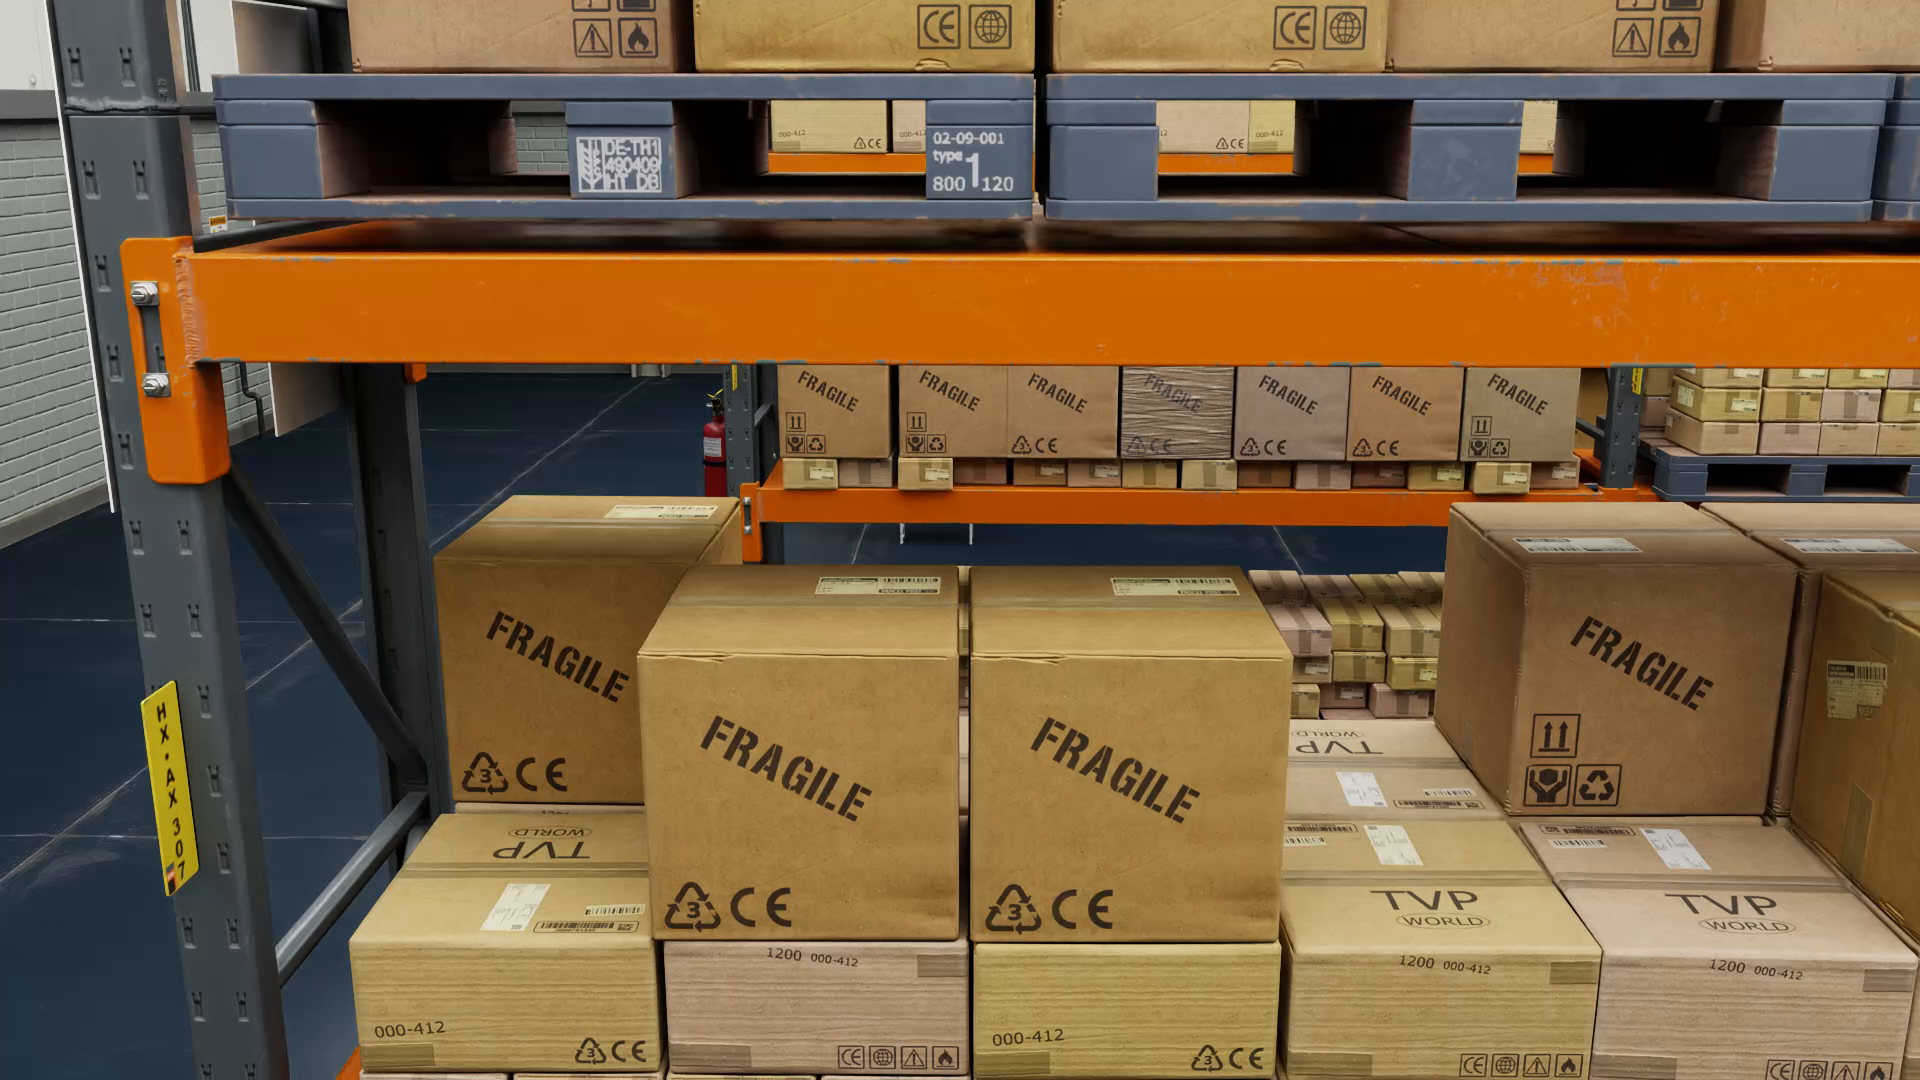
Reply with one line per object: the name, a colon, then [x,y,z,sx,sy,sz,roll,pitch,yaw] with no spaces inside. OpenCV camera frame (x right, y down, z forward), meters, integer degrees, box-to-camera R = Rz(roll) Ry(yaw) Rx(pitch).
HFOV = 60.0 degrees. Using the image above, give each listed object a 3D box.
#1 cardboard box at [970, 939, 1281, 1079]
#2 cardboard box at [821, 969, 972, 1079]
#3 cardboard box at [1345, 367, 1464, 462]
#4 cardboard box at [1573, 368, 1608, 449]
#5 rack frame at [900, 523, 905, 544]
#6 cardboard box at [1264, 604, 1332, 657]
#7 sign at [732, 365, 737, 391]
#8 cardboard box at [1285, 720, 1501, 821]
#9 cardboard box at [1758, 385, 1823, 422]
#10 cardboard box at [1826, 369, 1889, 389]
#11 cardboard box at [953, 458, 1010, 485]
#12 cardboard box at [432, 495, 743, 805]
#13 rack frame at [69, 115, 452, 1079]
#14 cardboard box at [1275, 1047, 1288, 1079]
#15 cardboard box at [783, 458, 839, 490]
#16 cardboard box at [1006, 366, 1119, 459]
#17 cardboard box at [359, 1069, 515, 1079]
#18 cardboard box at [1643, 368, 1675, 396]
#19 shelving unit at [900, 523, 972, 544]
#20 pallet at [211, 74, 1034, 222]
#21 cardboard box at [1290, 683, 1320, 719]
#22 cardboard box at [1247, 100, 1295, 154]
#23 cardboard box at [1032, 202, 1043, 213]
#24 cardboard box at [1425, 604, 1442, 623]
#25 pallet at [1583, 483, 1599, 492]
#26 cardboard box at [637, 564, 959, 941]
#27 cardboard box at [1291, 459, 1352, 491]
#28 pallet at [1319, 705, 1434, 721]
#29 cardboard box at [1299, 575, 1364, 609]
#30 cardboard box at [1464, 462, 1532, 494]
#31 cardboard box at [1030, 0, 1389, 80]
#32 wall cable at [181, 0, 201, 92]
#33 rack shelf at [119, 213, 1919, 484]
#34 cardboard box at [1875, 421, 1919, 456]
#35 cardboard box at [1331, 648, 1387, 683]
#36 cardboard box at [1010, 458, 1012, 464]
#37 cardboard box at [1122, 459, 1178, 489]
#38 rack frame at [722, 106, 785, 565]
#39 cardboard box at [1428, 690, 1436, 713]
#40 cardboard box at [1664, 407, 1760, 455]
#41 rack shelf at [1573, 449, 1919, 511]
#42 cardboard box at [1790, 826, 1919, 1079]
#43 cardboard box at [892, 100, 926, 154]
cardboard box: [0.270,0.714,2.965,0.500,0.250,0.500,0,15,0]
cardboard box: [-0.105,0.920,2.967,0.250,0.149,0.380,0,15,1]
cardboard box: [1.992,-0.658,7.674,0.500,0.500,0.500,0,15,0]
cardboard box: [4.552,-0.982,13.024,0.875,0.875,0.875,1,15,3]
rack frame: [-0.409,-0.583,11.697,0.015,1.200,0.240,0,15,1]
cardboard box: [1.604,0.430,7.930,0.250,0.149,0.380,0,15,-1]
sign: [-1.011,-0.837,7.436,0.005,0.325,0.100,0,15,1]
cardboard box: [0.803,0.581,3.470,0.500,0.250,0.500,0,15,2]
cardboard box: [3.643,-0.635,7.454,0.250,0.149,0.380,0,15,0]
cardboard box: [3.919,-0.778,7.410,0.250,0.149,0.380,1,15,2]
cardboard box: [0.104,-0.376,7.879,0.250,0.149,0.380,1,15,4]
cardboard box: [-0.731,0.210,3.406,0.500,0.500,0.500,1,15,2]
rack frame: [-1.225,0.707,3.279,0.127,3.000,1.000,0,15,1]
cardboard box: [0.660,0.925,2.946,0.250,0.149,0.380,0,15,0]
cardboard box: [-0.681,-0.350,7.778,0.250,0.149,0.380,0,15,1]
cardboard box: [0.470,-0.672,7.729,0.500,0.500,0.500,1,15,2]
cardboard box: [-0.878,0.915,2.983,0.250,0.149,0.380,1,15,2]
cardboard box: [3.405,-0.804,8.093,0.250,0.149,0.380,1,15,3]
shelving unit: [-0.165,-0.581,11.691,0.503,1.200,0.258,0,15,1]
pallet: [-0.483,-0.698,2.899,1.213,0.211,1.003,0,15,1]
cardboard box: [1.566,0.722,7.988,0.250,0.149,0.380,0,15,1]
cardboard box: [1.498,-1.852,7.395,0.500,0.250,0.500,0,15,1]
cardboard box: [0.533,-2.273,12.419,0.500,0.500,0.500,0,15,1]
cardboard box: [2.383,0.429,7.931,0.250,0.149,0.380,1,15,2]
pallet: [5.023,-0.452,13.141,1.213,0.211,1.003,0,15,1]
cardboard box: [-0.252,0.349,2.879,0.500,0.500,0.500,0,15,0]
cardboard box: [1.655,-0.344,7.758,0.250,0.149,0.380,0,15,-1]
pallet: [2.330,0.822,8.310,1.213,0.211,1.003,0,15,1]
cardboard box: [1.874,0.300,8.422,0.250,0.149,0.380,0,15,0]
cardboard box: [2.450,-0.325,7.686,0.250,0.149,0.380,0,15,0]
cardboard box: [0.374,-1.028,2.760,0.500,0.500,0.700,-1,15,-2]
wall cable: [-6.534,-5.606,15.375,0.133,3.039,2.988,0,15,1]
rack shelf: [0.775,-0.382,2.939,4.000,0.370,1.077,0,15,1]
cardboard box: [4.162,-0.488,7.478,0.250,0.149,0.380,1,15,2]
cardboard box: [1.892,0.557,8.030,0.250,0.149,0.380,1,15,2]
cardboard box: [0.353,-0.491,8.315,0.250,0.149,0.380,0,15,-1]
cardboard box: [0.879,-0.353,7.789,0.250,0.149,0.380,1,15,3]
rack frame: [-0.997,-0.557,8.071,0.127,3.000,1.000,0,15,1]
cardboard box: [2.344,0.706,8.050,0.250,0.149,0.380,1,15,3]
cardboard box: [3.384,-0.493,7.496,0.250,0.149,0.380,0,15,-1]
rack shelf: [5.001,-0.170,8.014,4.000,0.370,1.077,0,15,1]
cardboard box: [1.809,0.723,2.929,0.500,0.250,0.500,1,15,3]
cardboard box: [-0.028,-1.862,7.432,0.500,0.250,0.500,1,15,3]
